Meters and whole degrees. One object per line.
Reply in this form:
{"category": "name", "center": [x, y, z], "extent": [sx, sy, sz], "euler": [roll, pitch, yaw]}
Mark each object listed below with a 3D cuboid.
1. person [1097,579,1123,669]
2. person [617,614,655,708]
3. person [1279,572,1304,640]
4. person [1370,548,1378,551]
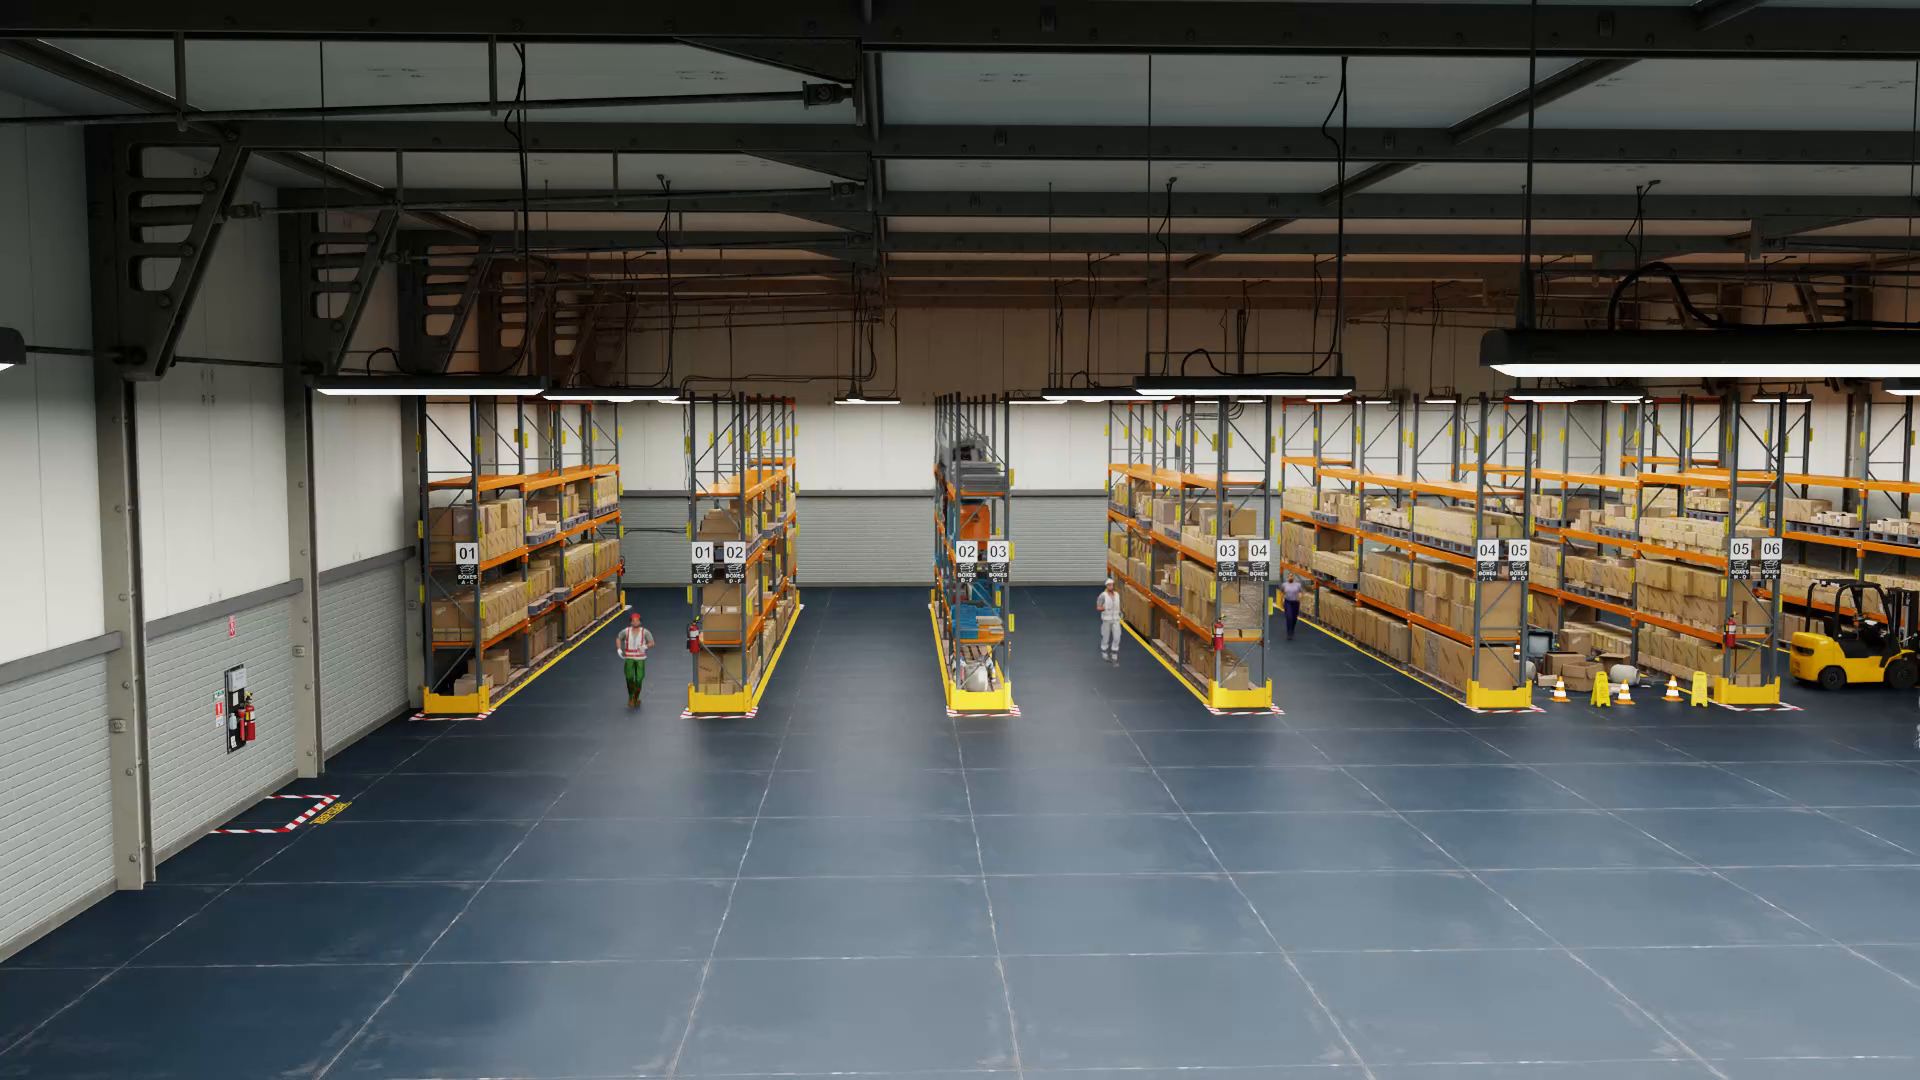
{"category": "person", "center": [3.197, 1.762, 35.140], "extent": [0.632, 1.879, 0.692], "euler": [-1, 5, -14]}
{"category": "person", "center": [-6.191, 2.300, 31.730], "extent": [0.730, 1.787, 0.639], "euler": [-1, 5, -8]}
{"category": "person", "center": [8.175, 1.603, 40.967], "extent": [0.599, 1.644, 0.847], "euler": [0, 5, 6]}
{"category": "person", "center": [11.662, 1.102, 46.819], "extent": [0.658, 1.771, 0.894], "euler": [-2, 5, -19]}
